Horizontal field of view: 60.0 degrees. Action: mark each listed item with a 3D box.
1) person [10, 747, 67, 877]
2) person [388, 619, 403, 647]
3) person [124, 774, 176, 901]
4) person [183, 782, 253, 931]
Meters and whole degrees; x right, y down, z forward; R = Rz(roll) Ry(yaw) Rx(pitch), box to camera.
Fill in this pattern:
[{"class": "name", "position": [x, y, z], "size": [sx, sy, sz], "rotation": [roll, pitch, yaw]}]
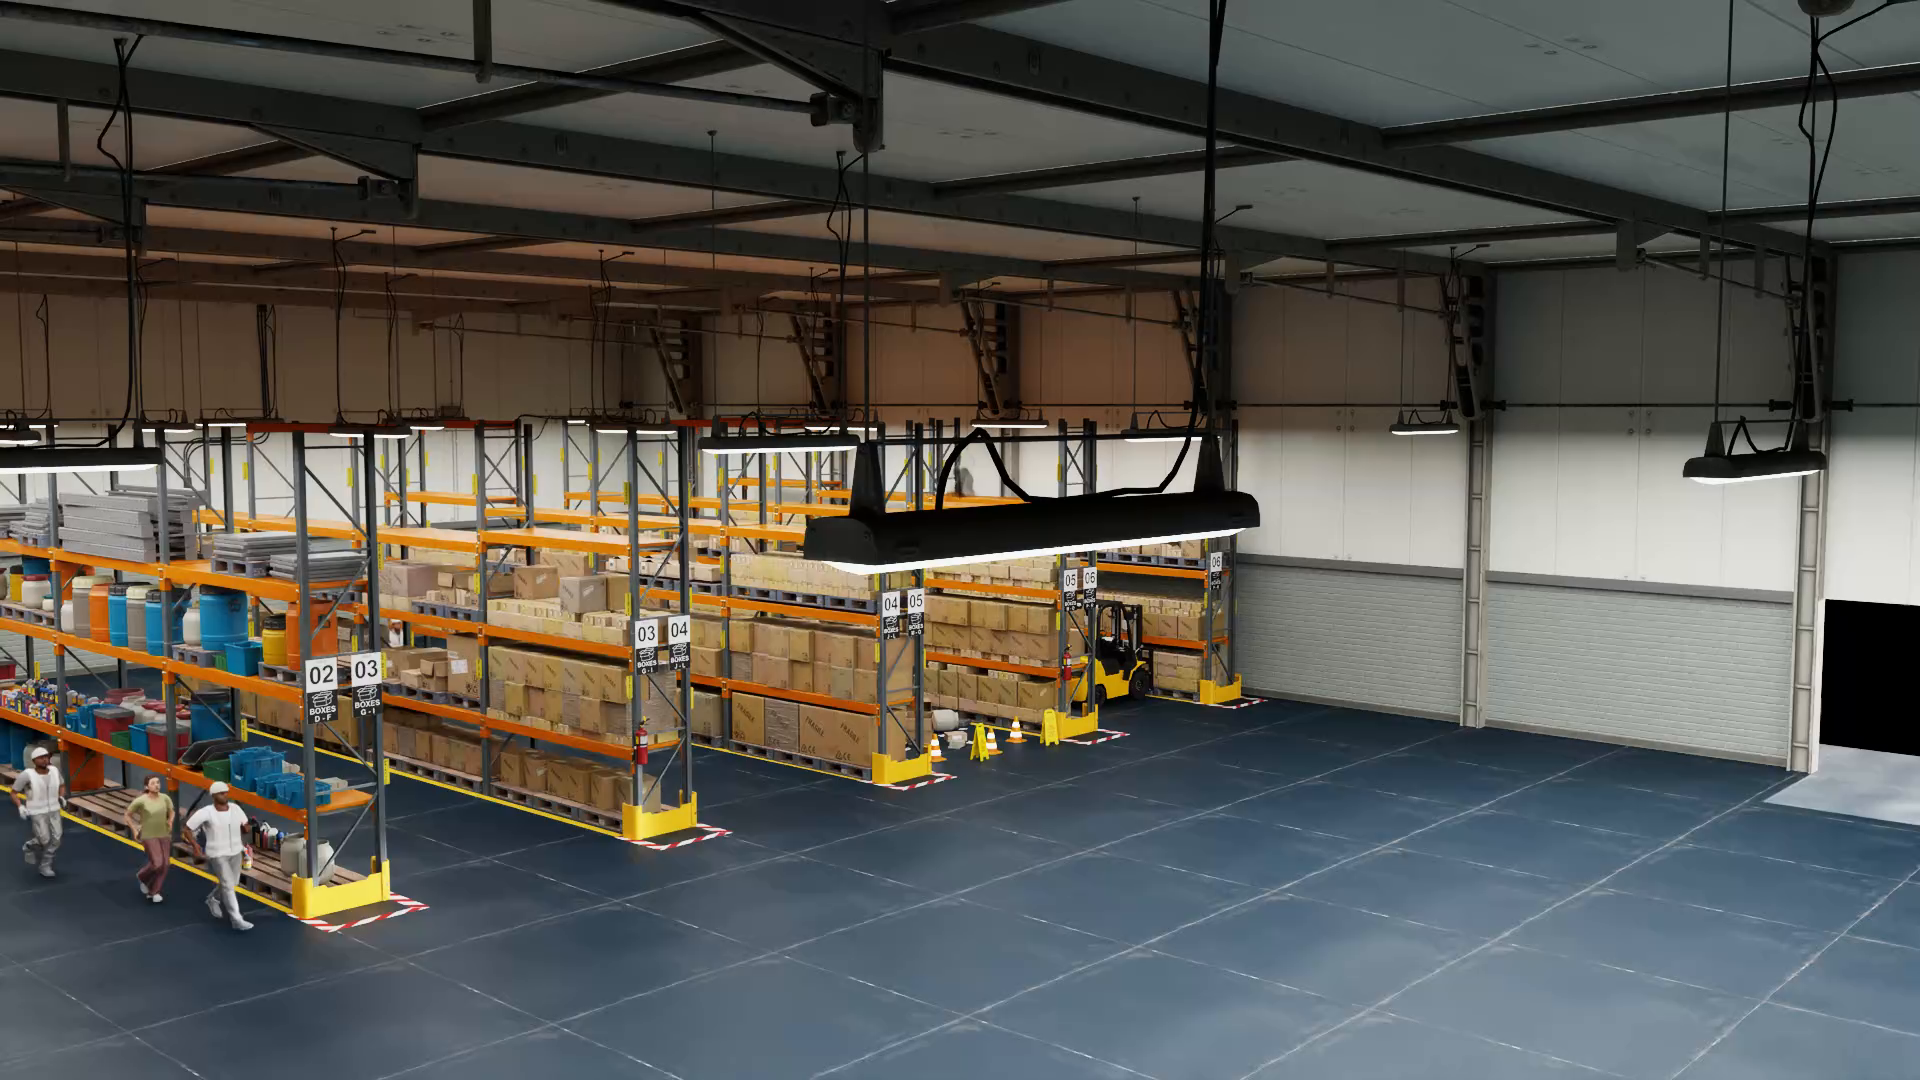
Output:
[{"class": "person", "position": [-12.305, 3.646, 22.315], "size": [0.600, 1.737, 0.686], "rotation": [3, 6, 33]}, {"class": "person", "position": [-12.040, 2.533, 35.689], "size": [0.647, 1.788, 0.892], "rotation": [-4, 6, -38]}, {"class": "person", "position": [-10.226, 3.790, 21.138], "size": [0.537, 1.630, 0.573], "rotation": [4, 6, 37]}, {"class": "person", "position": [-8.857, 3.783, 20.054], "size": [0.981, 1.739, 0.708], "rotation": [3, 5, 30]}]
